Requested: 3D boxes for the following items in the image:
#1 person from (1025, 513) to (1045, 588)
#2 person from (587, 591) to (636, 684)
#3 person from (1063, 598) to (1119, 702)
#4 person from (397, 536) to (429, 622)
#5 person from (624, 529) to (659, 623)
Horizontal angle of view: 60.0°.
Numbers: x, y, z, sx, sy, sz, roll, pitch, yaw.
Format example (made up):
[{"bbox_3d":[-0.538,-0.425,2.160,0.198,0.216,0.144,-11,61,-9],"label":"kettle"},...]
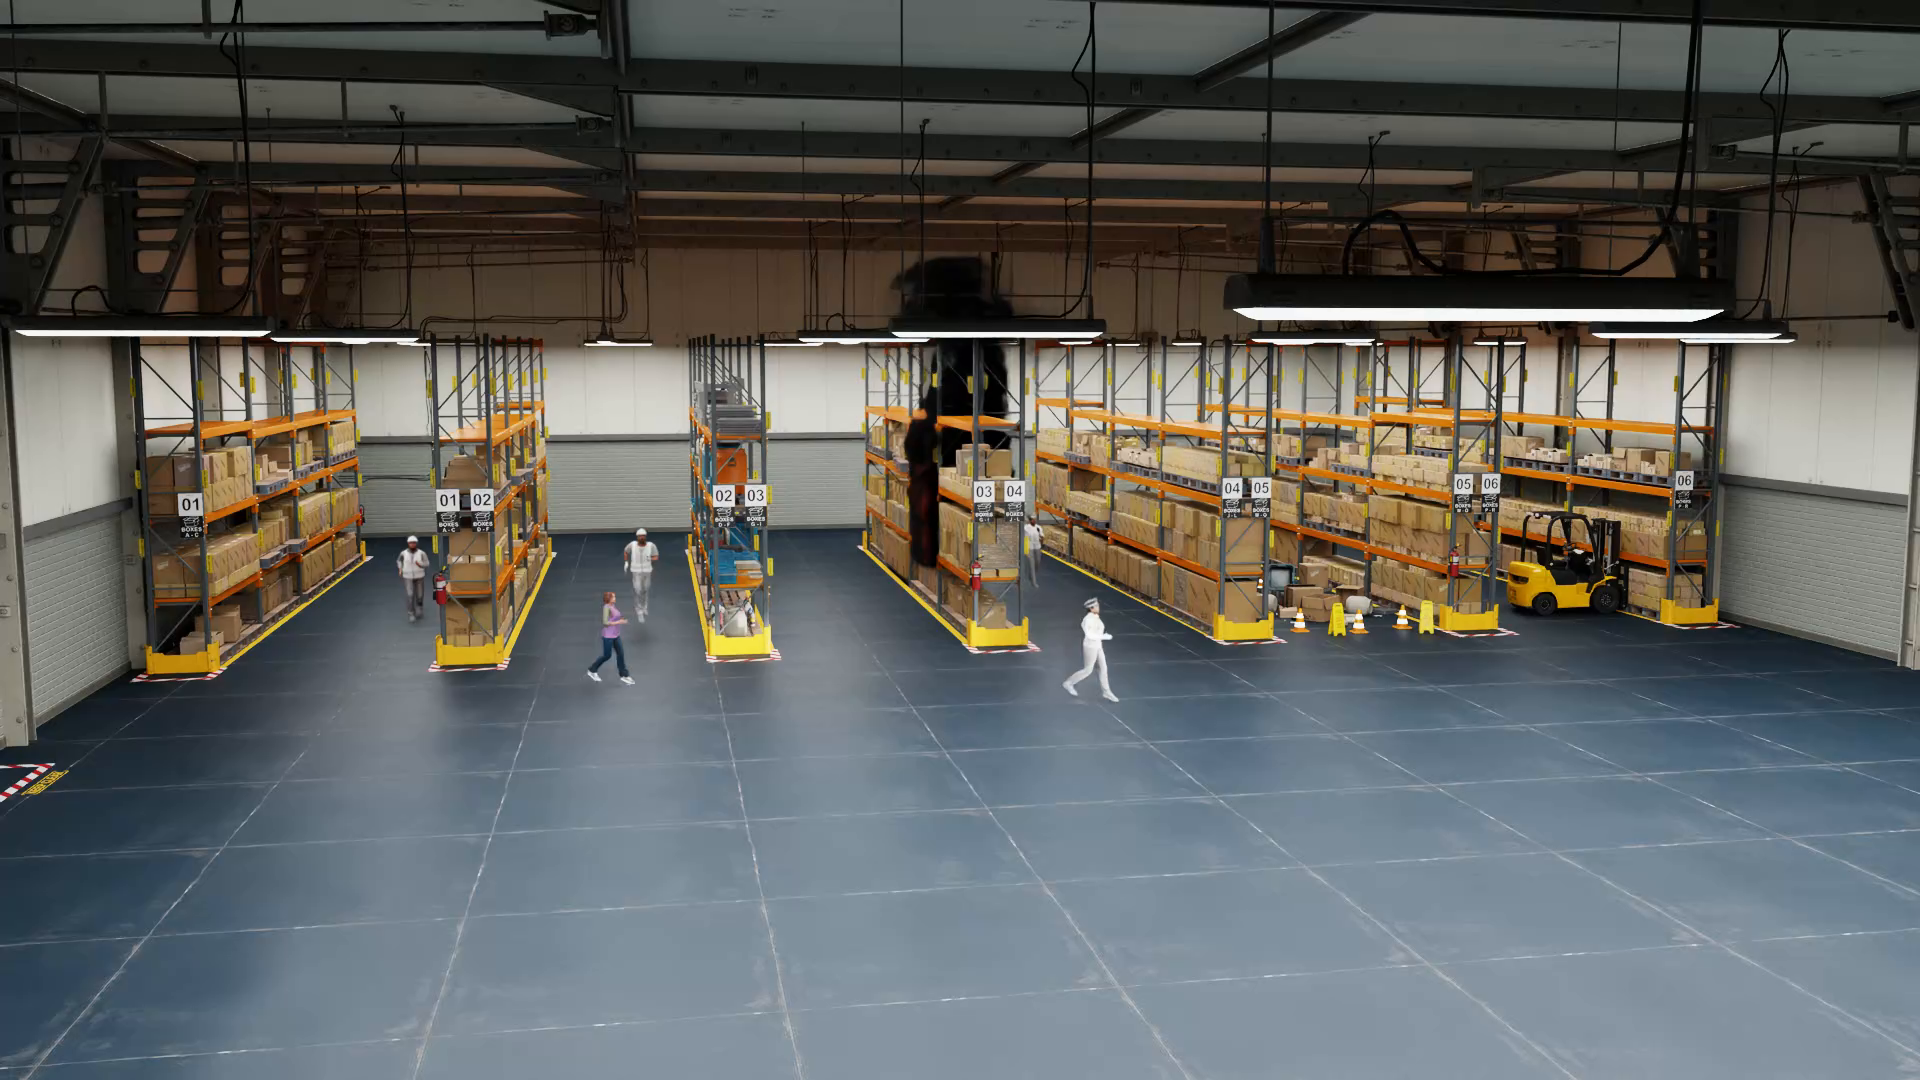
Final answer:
[{"bbox_3d":[1.674,0.220,38.261,0.588,1.698,0.788,-2,7,-17],"label":"person"},{"bbox_3d":[-5.963,1.662,28.343,0.838,1.607,0.531,1,7,12],"label":"person"},{"bbox_3d":[2.138,1.778,27.082,0.923,1.712,0.613,2,7,18],"label":"person"},{"bbox_3d":[-11.564,0.791,35.198,0.656,1.758,0.969,-2,7,-18],"label":"person"},{"bbox_3d":[-6.426,0.703,33.613,0.661,1.882,0.839,-2,7,-19],"label":"person"}]
